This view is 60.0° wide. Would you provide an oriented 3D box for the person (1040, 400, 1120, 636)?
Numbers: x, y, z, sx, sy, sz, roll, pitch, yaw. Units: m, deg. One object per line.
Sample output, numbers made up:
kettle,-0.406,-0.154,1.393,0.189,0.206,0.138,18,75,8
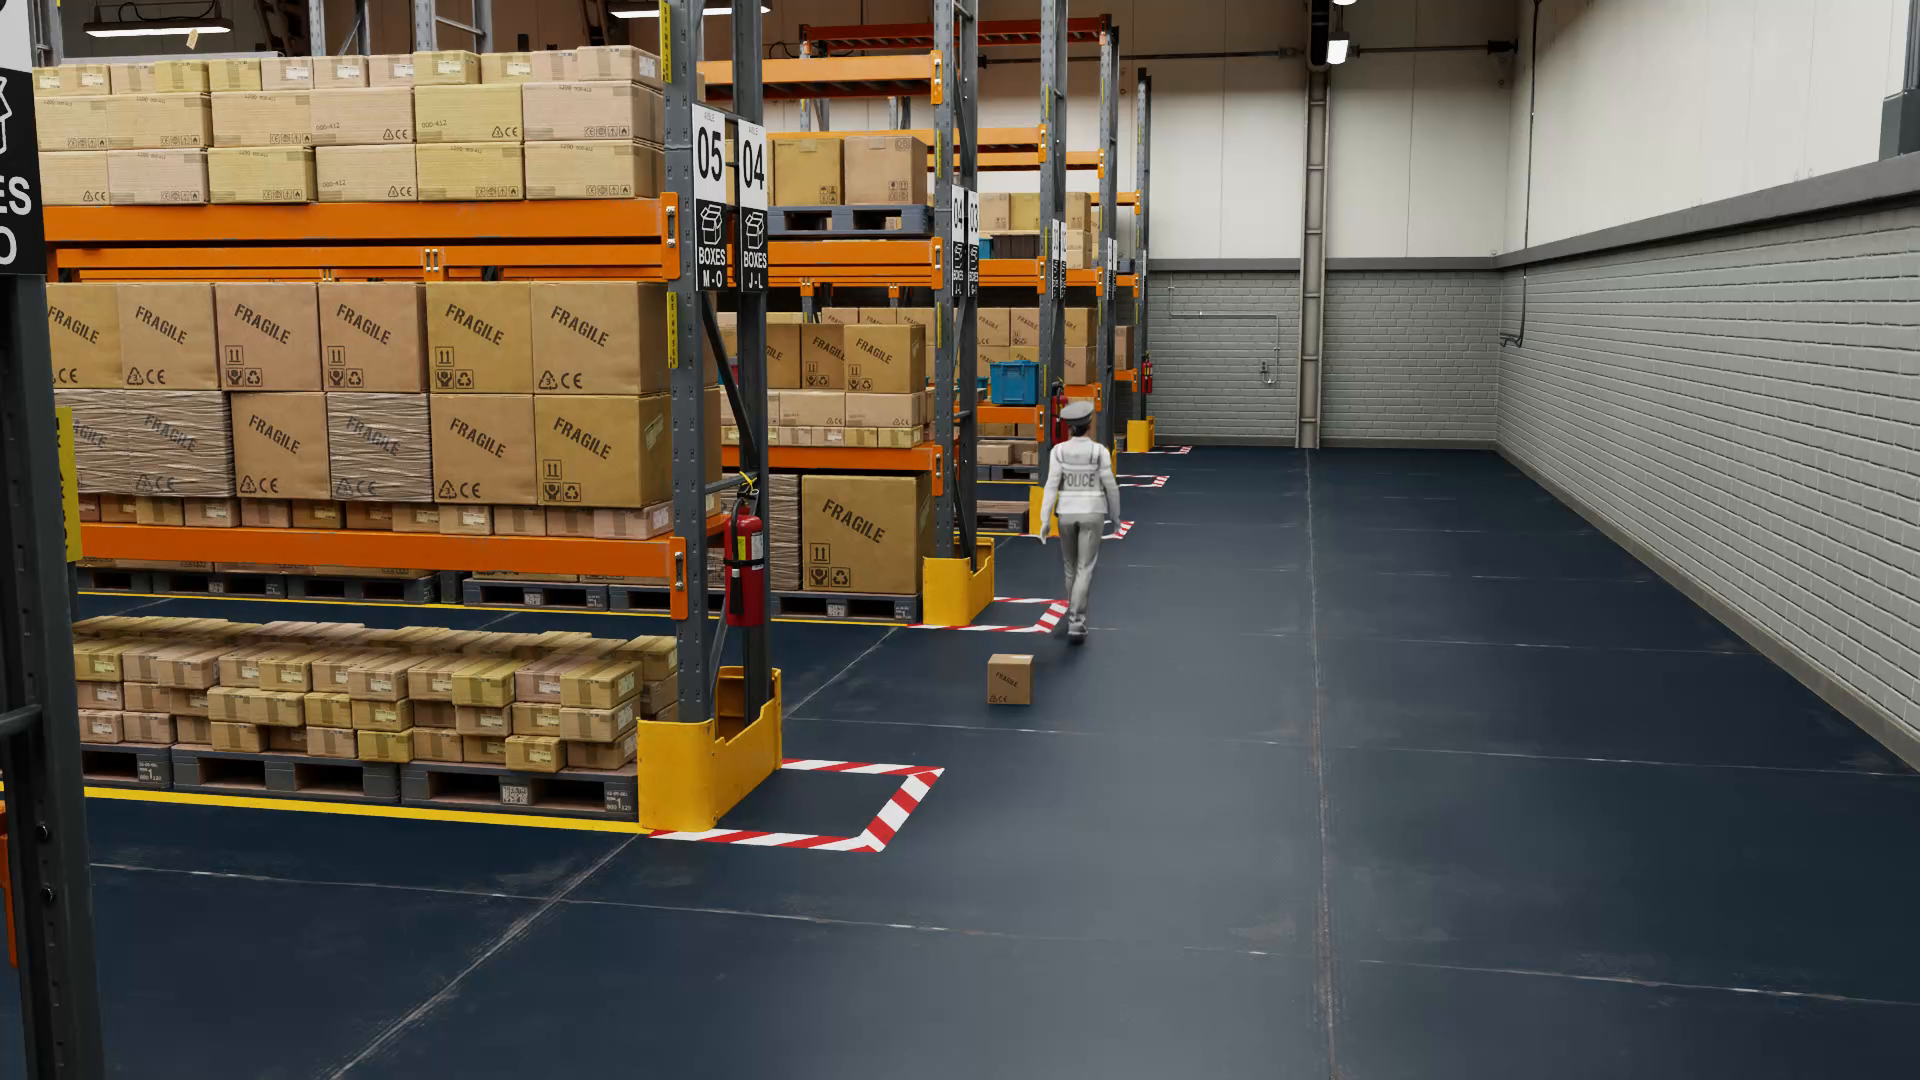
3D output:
person,0.892,-0.180,11.886,0.521,1.636,0.973,3,9,21
